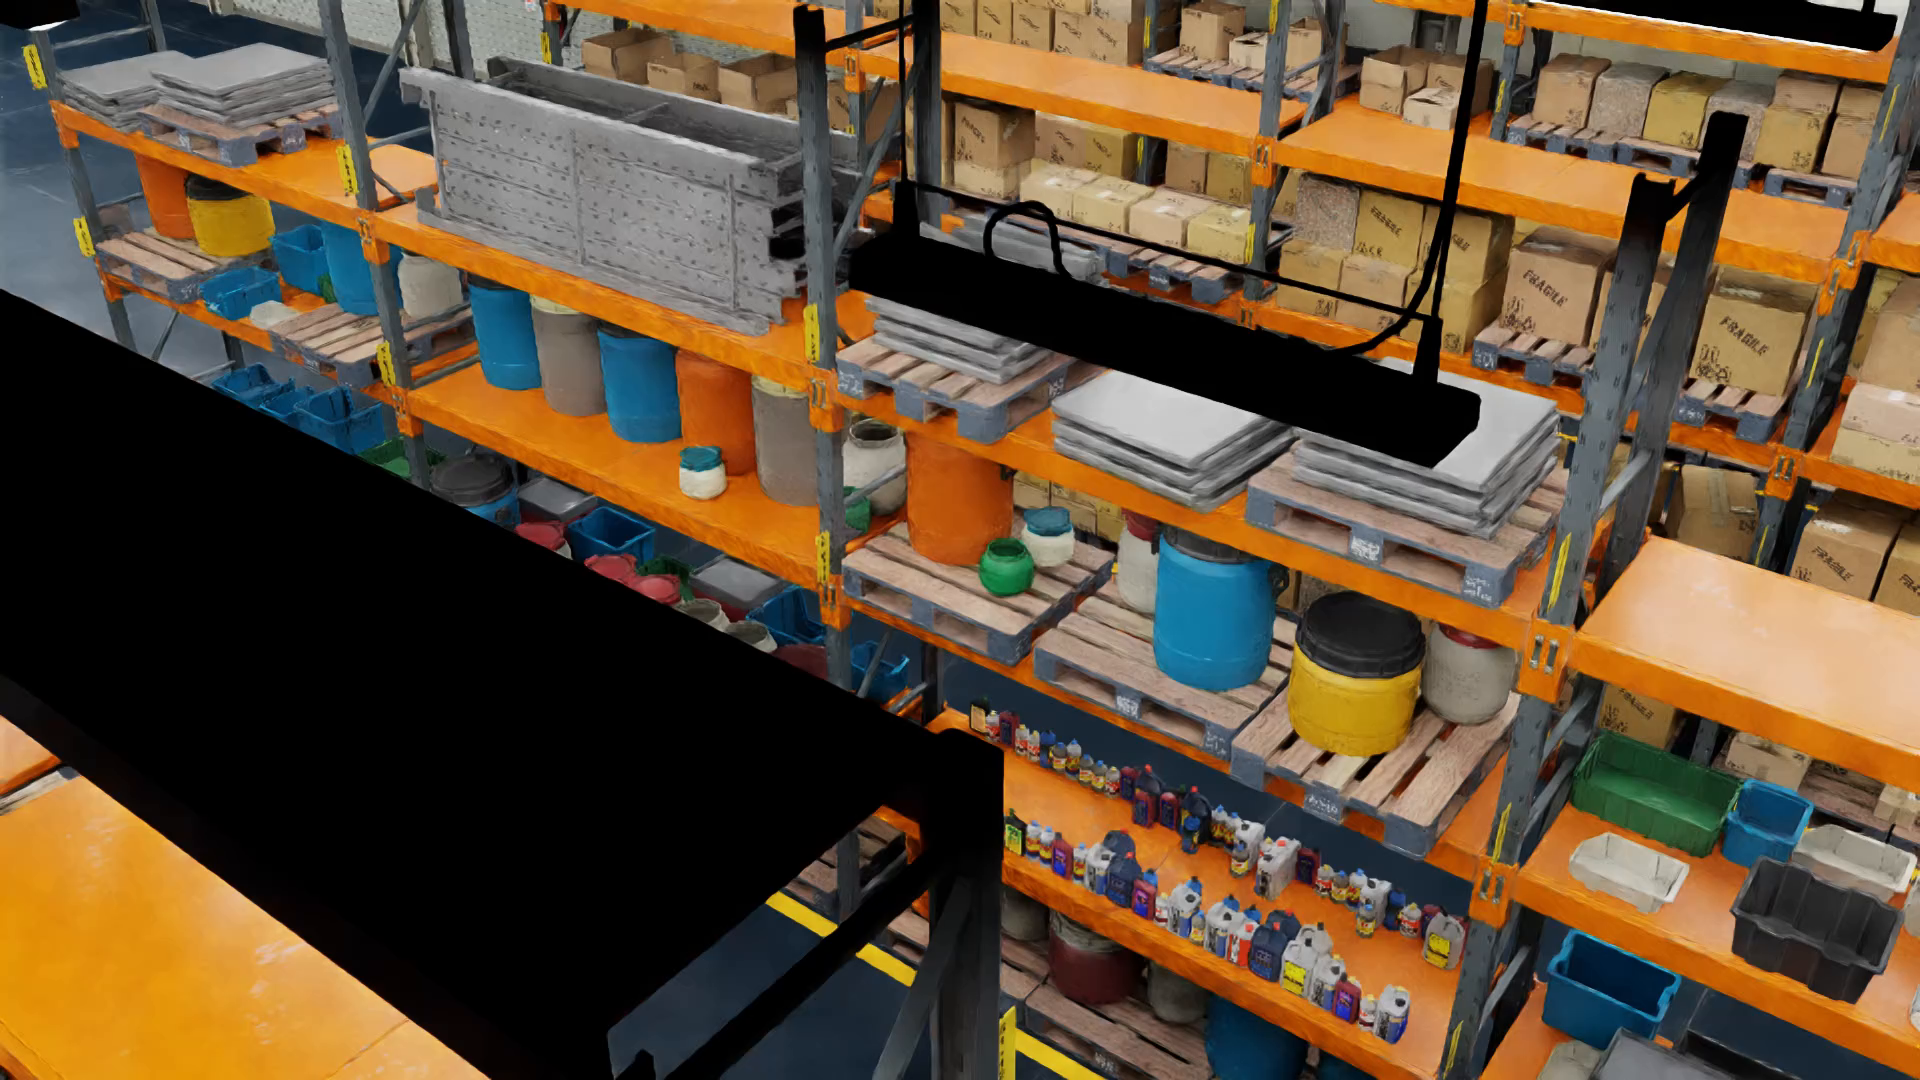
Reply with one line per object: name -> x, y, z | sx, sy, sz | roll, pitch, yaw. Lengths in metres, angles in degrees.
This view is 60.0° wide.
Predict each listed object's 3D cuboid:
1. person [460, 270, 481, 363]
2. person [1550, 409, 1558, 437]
person -> -4.687, -1.965, 16.864 | 0.542, 1.710, 0.580 | 1, 31, 1
person -> 5.246, -1.010, 15.358 | 0.997, 1.625, 0.502 | 21, 37, 30
